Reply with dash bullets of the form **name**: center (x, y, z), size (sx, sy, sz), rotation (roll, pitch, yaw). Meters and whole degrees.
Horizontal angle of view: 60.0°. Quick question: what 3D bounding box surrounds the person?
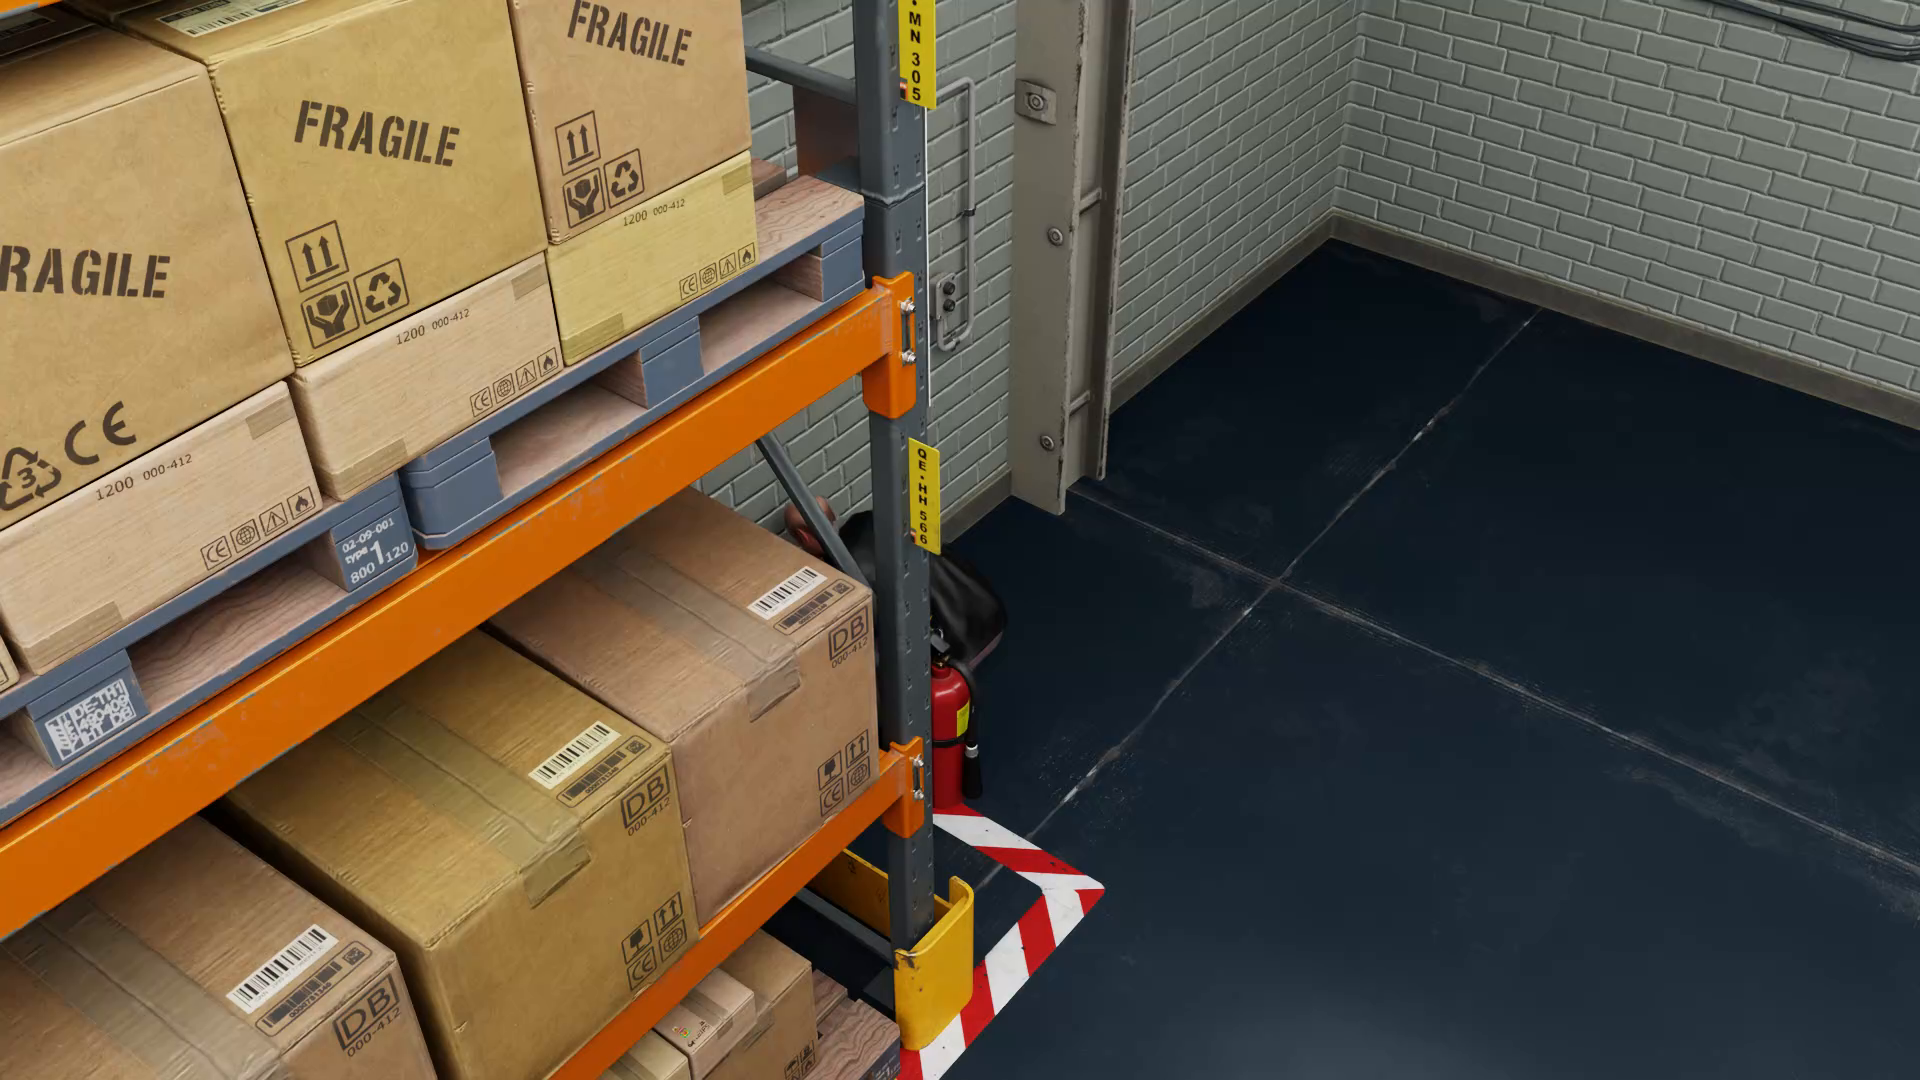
- **person**: center (-0.270, 0.327, 6.398), size (0.905, 0.940, 0.511), rotation (23, 44, 26)
